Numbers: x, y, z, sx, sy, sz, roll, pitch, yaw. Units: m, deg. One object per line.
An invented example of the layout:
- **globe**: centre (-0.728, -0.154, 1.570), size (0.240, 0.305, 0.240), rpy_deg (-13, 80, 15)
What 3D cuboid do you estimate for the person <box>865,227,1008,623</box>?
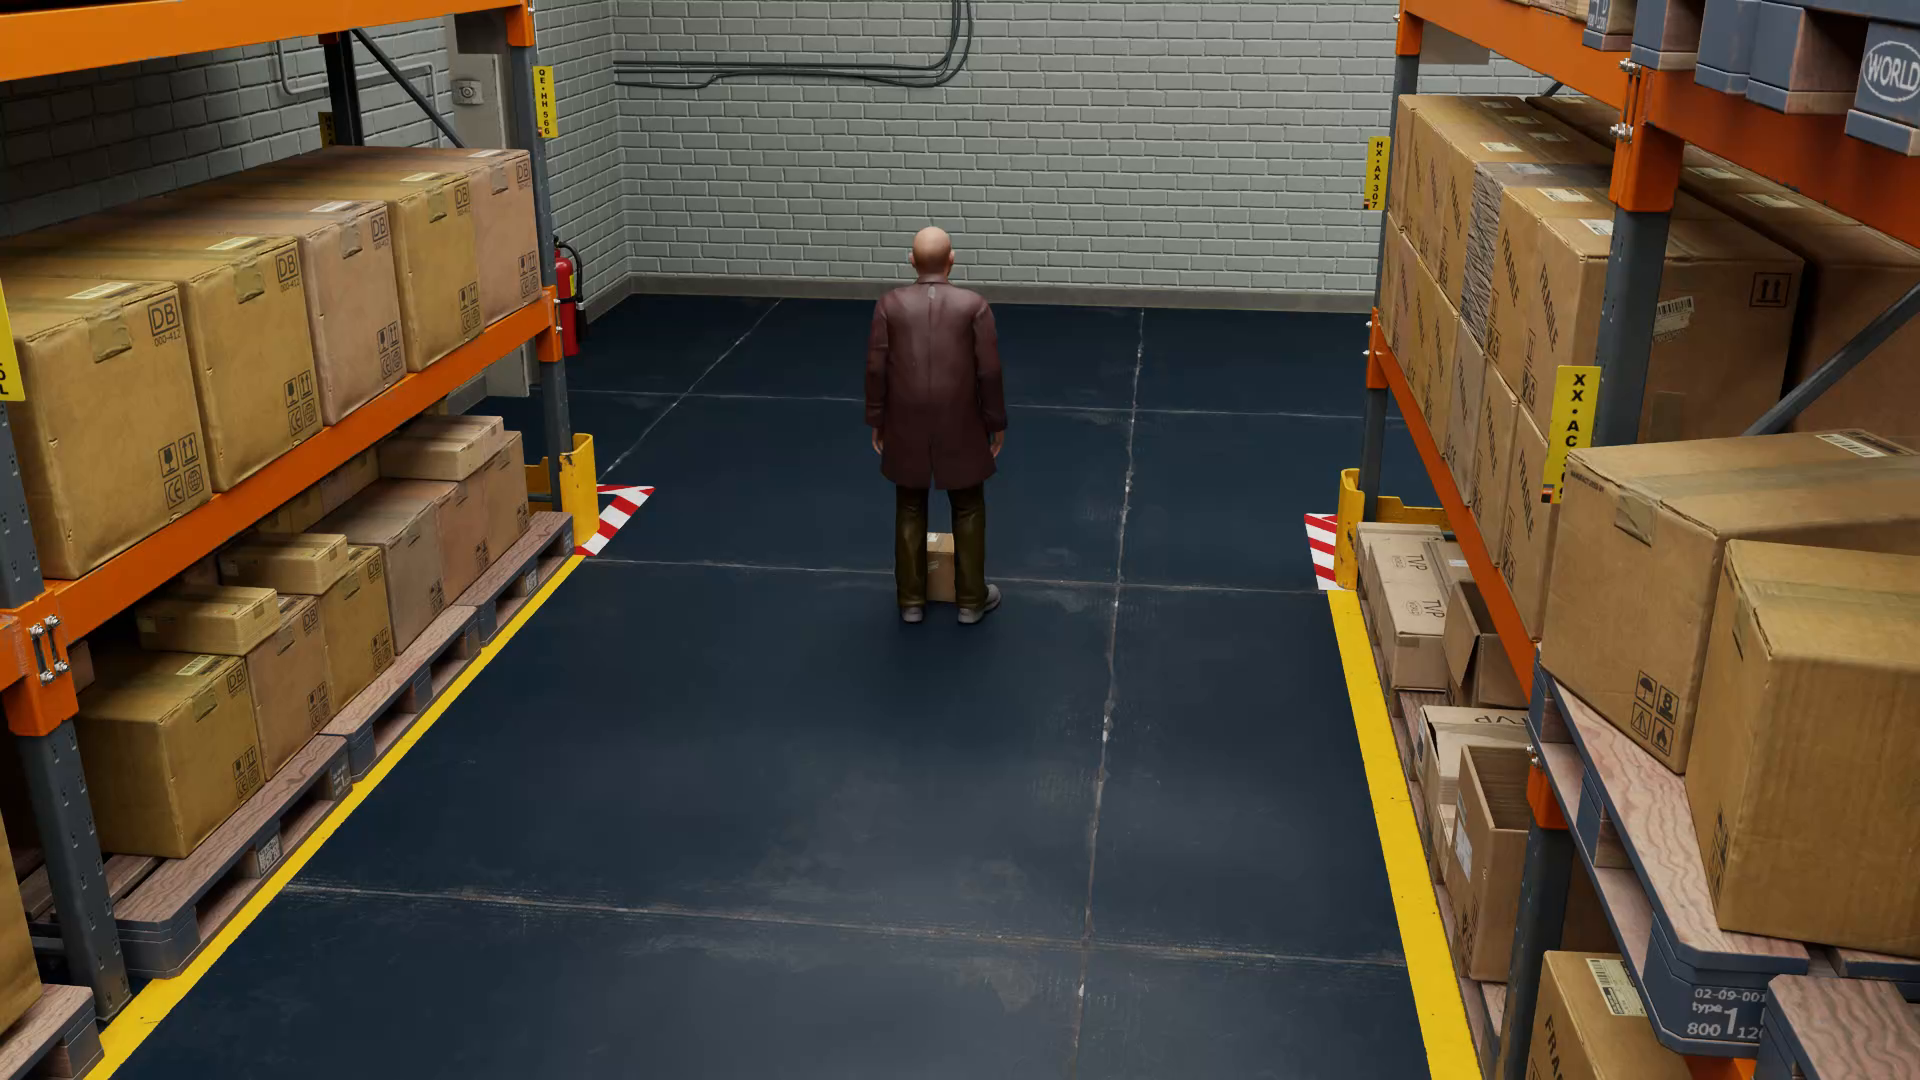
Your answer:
- **person**: centre (-0.107, -0.499, 7.410), size (0.644, 1.774, 0.424), rpy_deg (3, 21, 7)
